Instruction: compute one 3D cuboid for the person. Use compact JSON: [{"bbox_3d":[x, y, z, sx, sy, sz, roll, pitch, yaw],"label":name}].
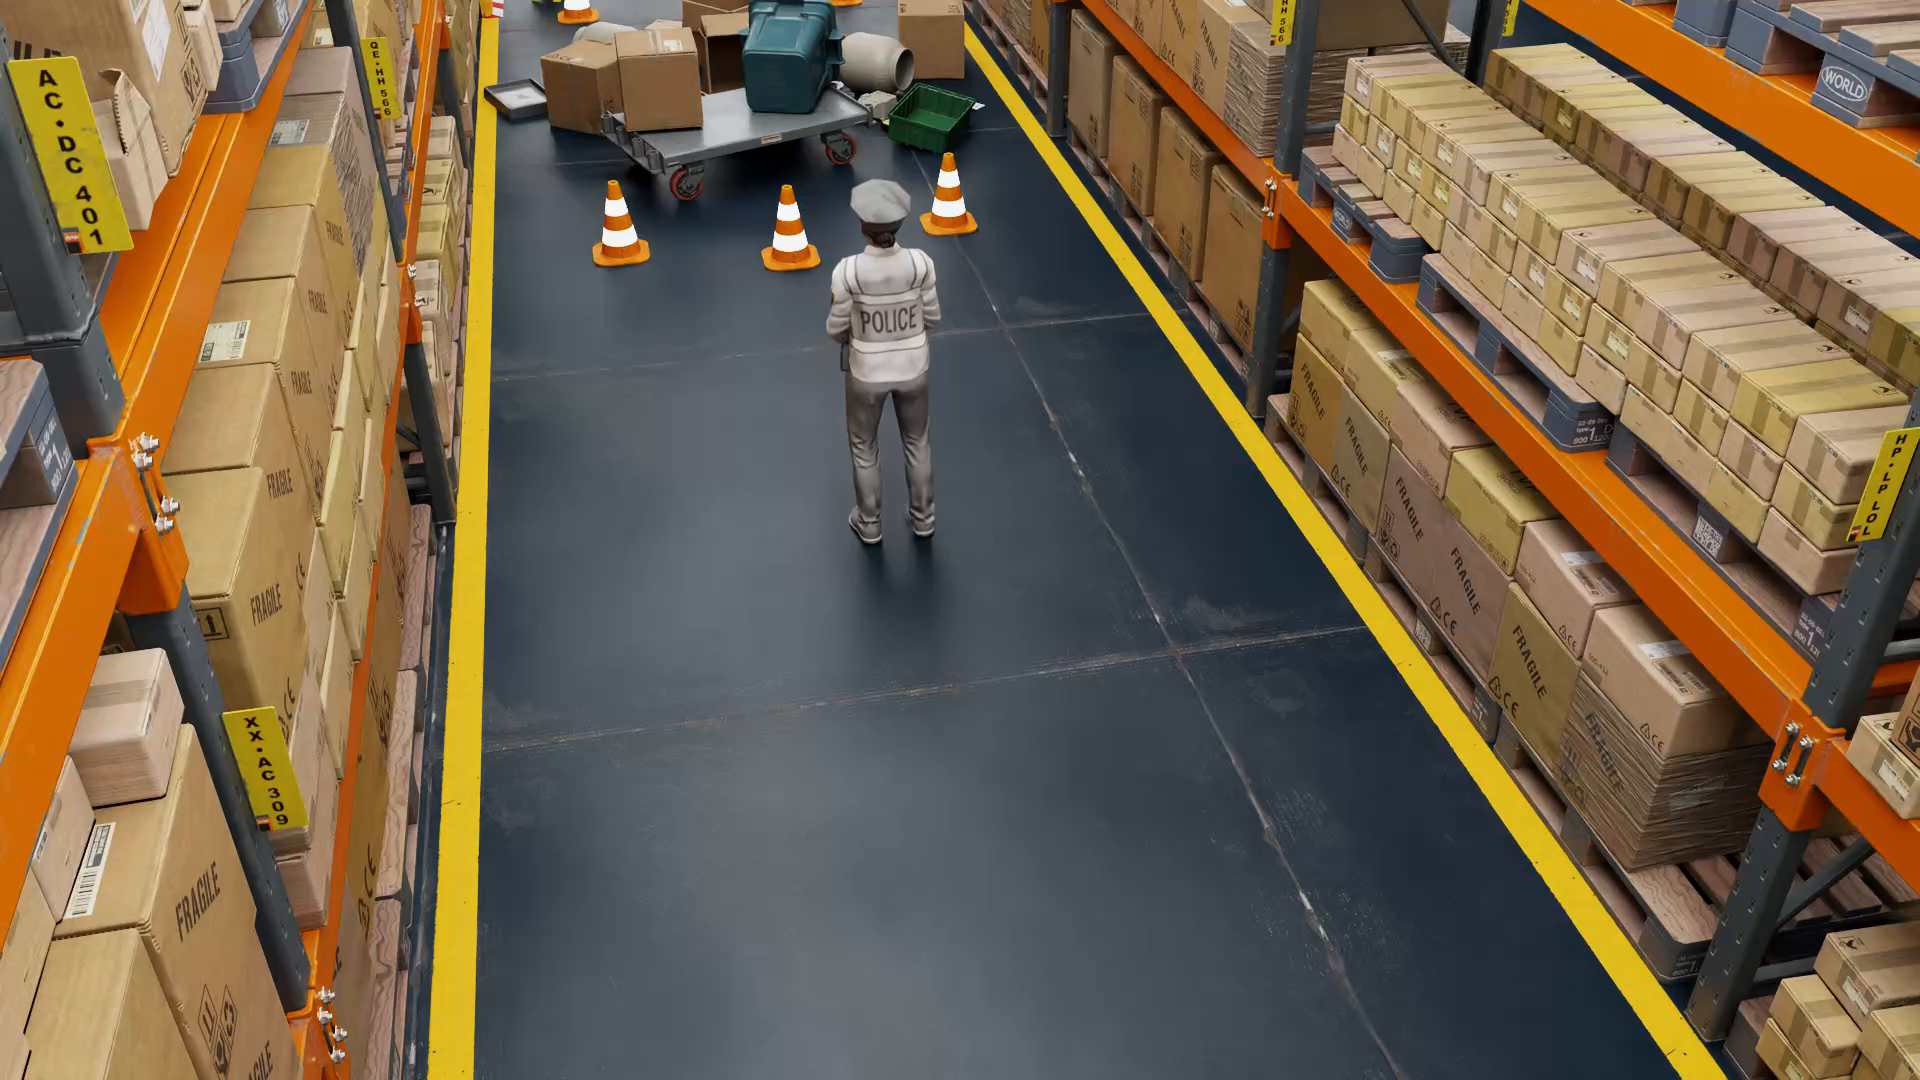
[{"bbox_3d":[-0.336,-0.771,7.237,0.494,1.690,0.461,-8,35,-11],"label":"person"}]
